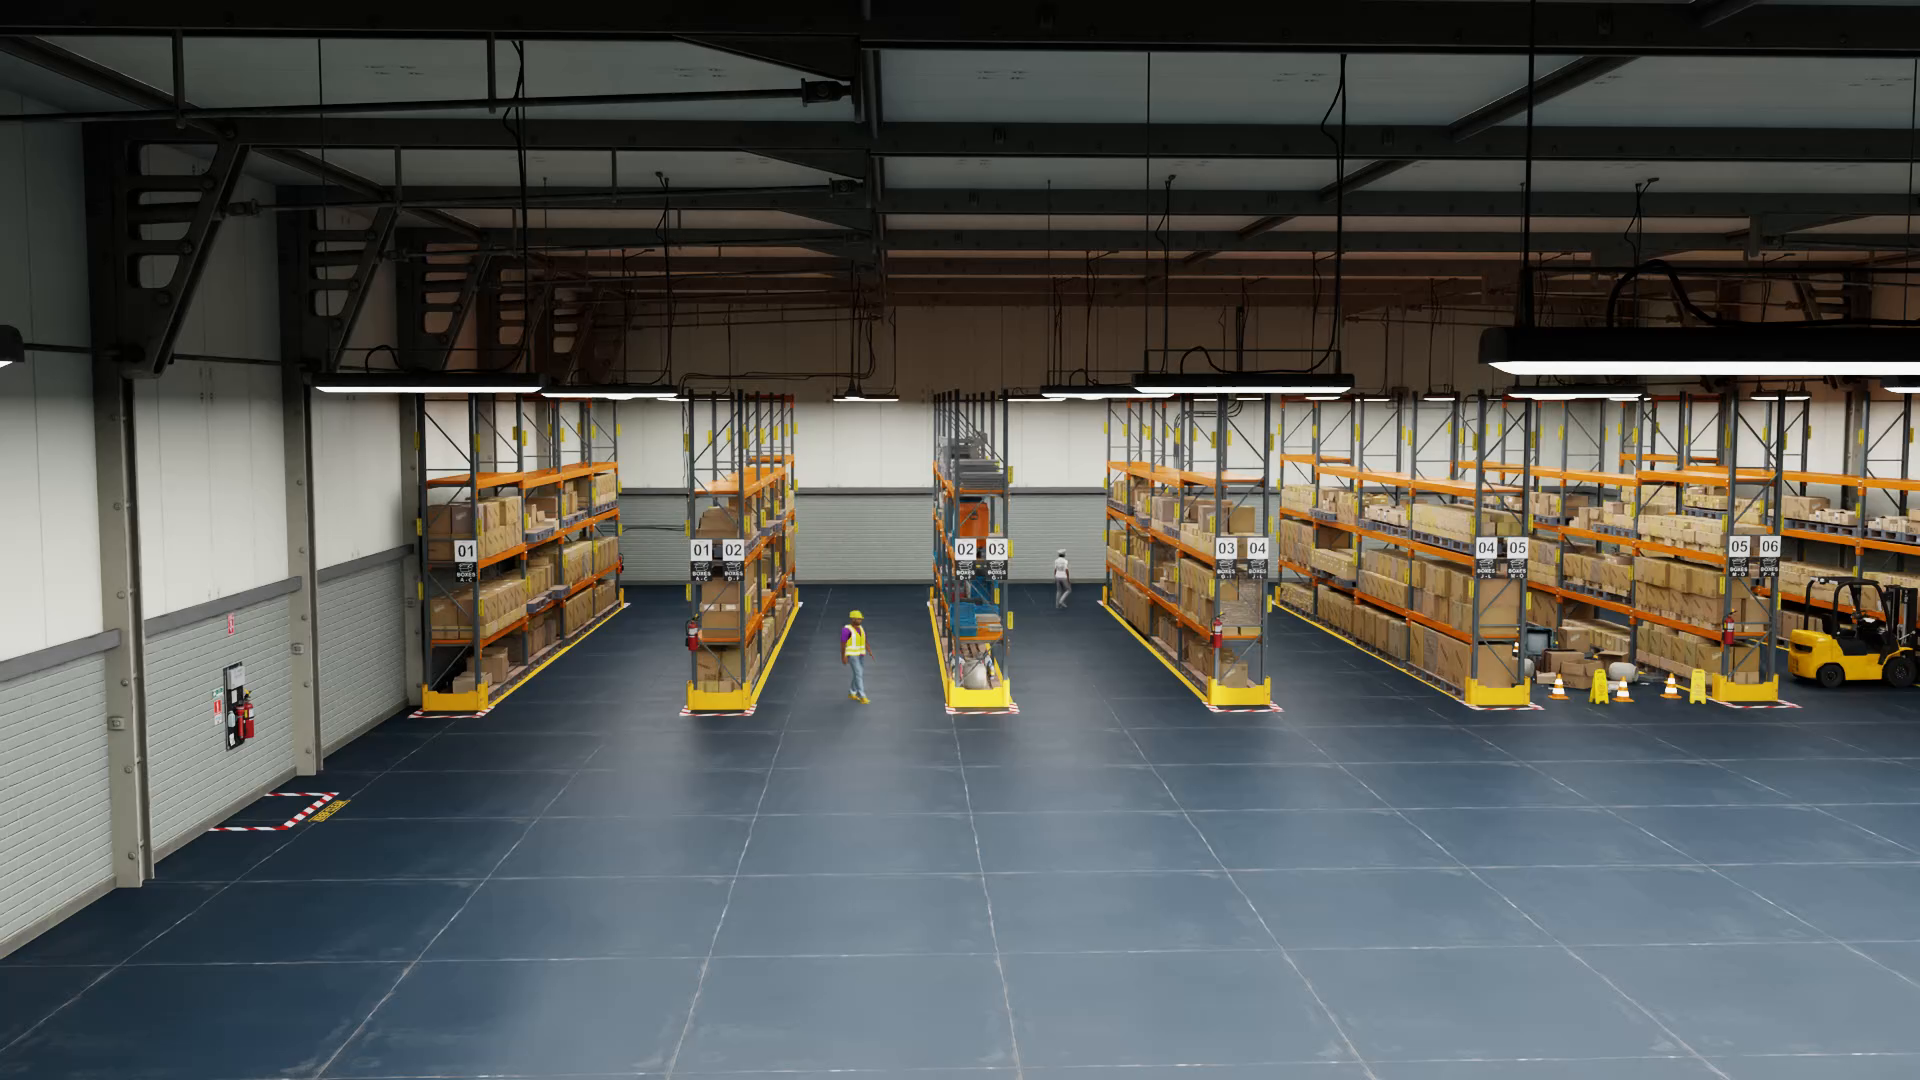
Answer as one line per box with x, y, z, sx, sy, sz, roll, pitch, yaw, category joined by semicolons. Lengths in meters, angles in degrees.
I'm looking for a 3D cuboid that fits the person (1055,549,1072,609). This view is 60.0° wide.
2.829;1.091;46.425;0.486;1.686;0.446;4;6;41;person

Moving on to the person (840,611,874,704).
-1.919;2.253;32.081;0.796;1.764;0.599;4;6;39;person

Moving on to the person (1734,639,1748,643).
17.099;1.917;36.269;0.635;1.708;0.806;-1;5;-14;person
